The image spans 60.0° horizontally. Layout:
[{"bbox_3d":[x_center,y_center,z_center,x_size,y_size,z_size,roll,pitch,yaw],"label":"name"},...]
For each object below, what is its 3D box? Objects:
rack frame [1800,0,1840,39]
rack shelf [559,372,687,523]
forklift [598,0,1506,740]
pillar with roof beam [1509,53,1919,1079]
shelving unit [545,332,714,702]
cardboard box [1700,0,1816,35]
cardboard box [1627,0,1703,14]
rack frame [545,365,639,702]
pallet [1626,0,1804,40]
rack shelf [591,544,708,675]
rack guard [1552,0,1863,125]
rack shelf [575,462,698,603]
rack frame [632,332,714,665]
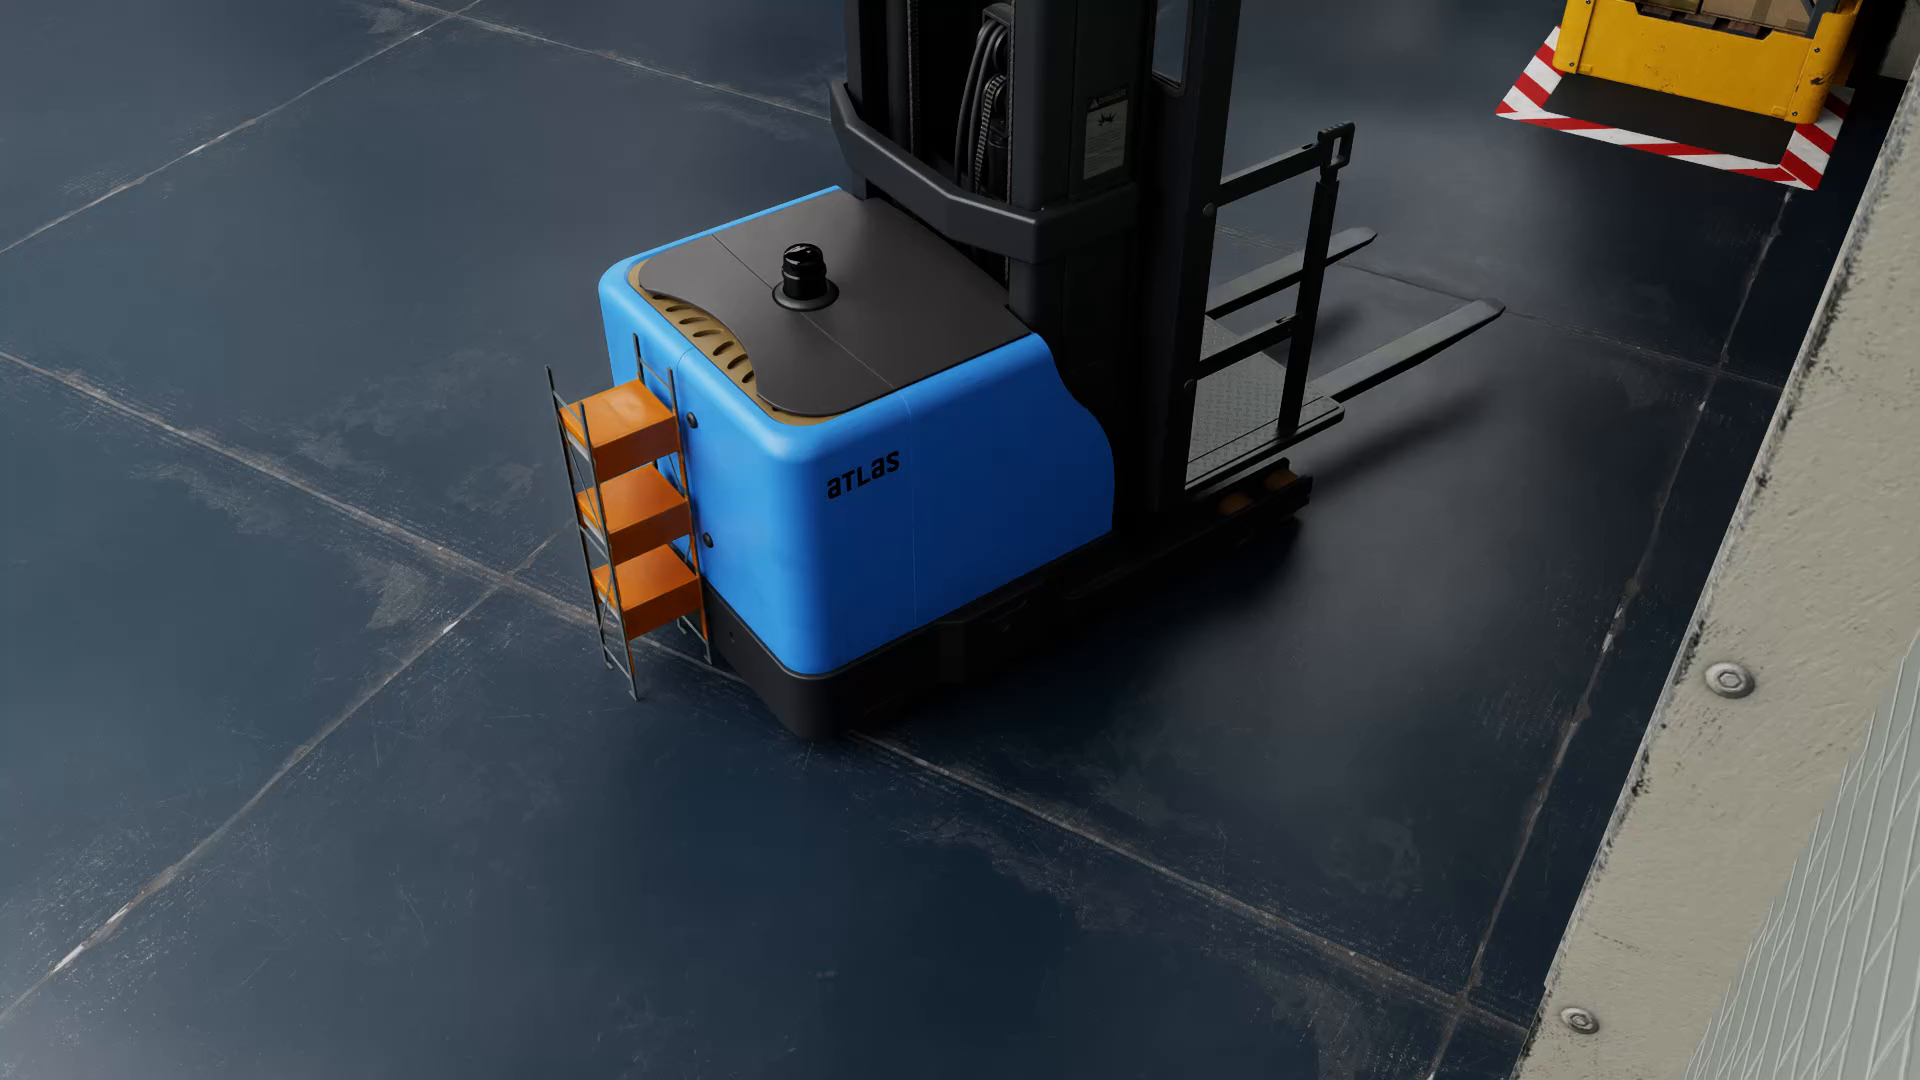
[{"bbox_3d":[3.348,-3.246,6.666,1.000,3.000,0.127,21,45,22],"label":"rack frame"},{"bbox_3d":[-0.877,-0.241,4.316,0.240,0.259,0.215,-26,47,-26],"label":"rack shelf"},{"bbox_3d":[0.503,-1.342,4.557,3.031,2.935,1.130,-26,47,-26],"label":"forklift"},{"bbox_3d":[-2.253,-3.588,2.516,9.100,9.000,0.400,21,45,22],"label":"pillar with roof beam"},{"bbox_3d":[-0.877,-0.036,4.497,0.252,1.050,0.215,-26,47,-26],"label":"shelving unit"},{"bbox_3d":[3.763,-2.588,7.682,0.500,0.250,0.500,21,46,22],"label":"cardboard box"},{"bbox_3d":[3.310,-2.745,7.860,0.500,0.250,0.500,21,46,22],"label":"cardboard box"},{"bbox_3d":[-0.976,0.011,4.443,0.008,1.050,0.200,-26,47,-26],"label":"rack frame"},{"bbox_3d":[3.694,-2.651,8.101,1.003,0.211,1.213,21,45,22],"label":"pallet"},{"bbox_3d":[-0.877,0.180,4.688,0.240,0.259,0.215,-26,47,-26],"label":"rack shelf"},{"bbox_3d":[3.336,-2.294,7.477,1.175,0.500,0.348,21,45,22],"label":"rack guard"},{"bbox_3d":[-0.877,-0.028,4.504,0.240,0.259,0.215,-26,47,-26],"label":"rack shelf"},{"bbox_3d":[-0.779,-0.084,4.551,0.008,1.050,0.200,-26,47,-26],"label":"rack frame"}]
